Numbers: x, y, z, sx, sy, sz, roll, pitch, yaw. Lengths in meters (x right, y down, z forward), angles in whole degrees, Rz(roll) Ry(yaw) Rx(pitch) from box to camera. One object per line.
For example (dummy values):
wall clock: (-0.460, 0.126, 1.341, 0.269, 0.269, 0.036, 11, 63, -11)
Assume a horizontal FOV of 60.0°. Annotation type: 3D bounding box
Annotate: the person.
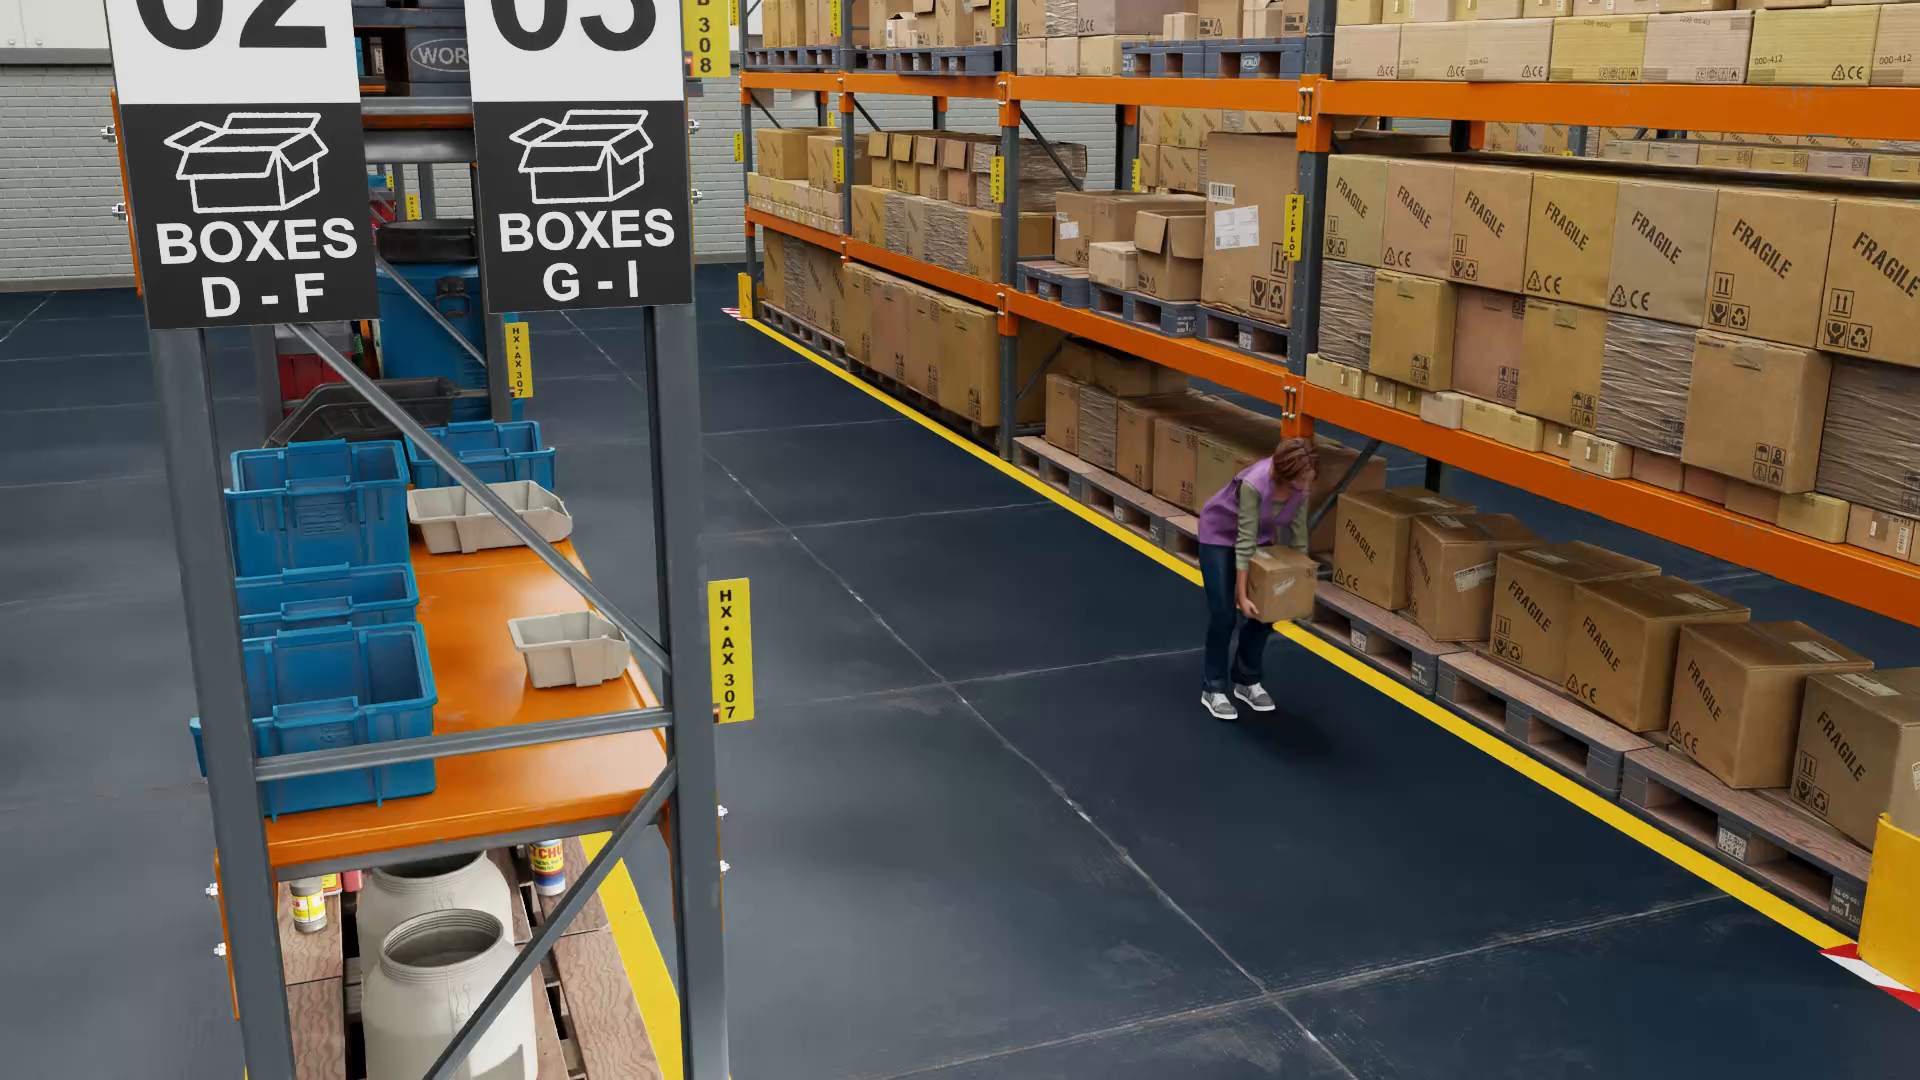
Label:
person: (1.300, 0.025, 7.466, 0.385, 1.598, 0.497, -6, 17, -20)
